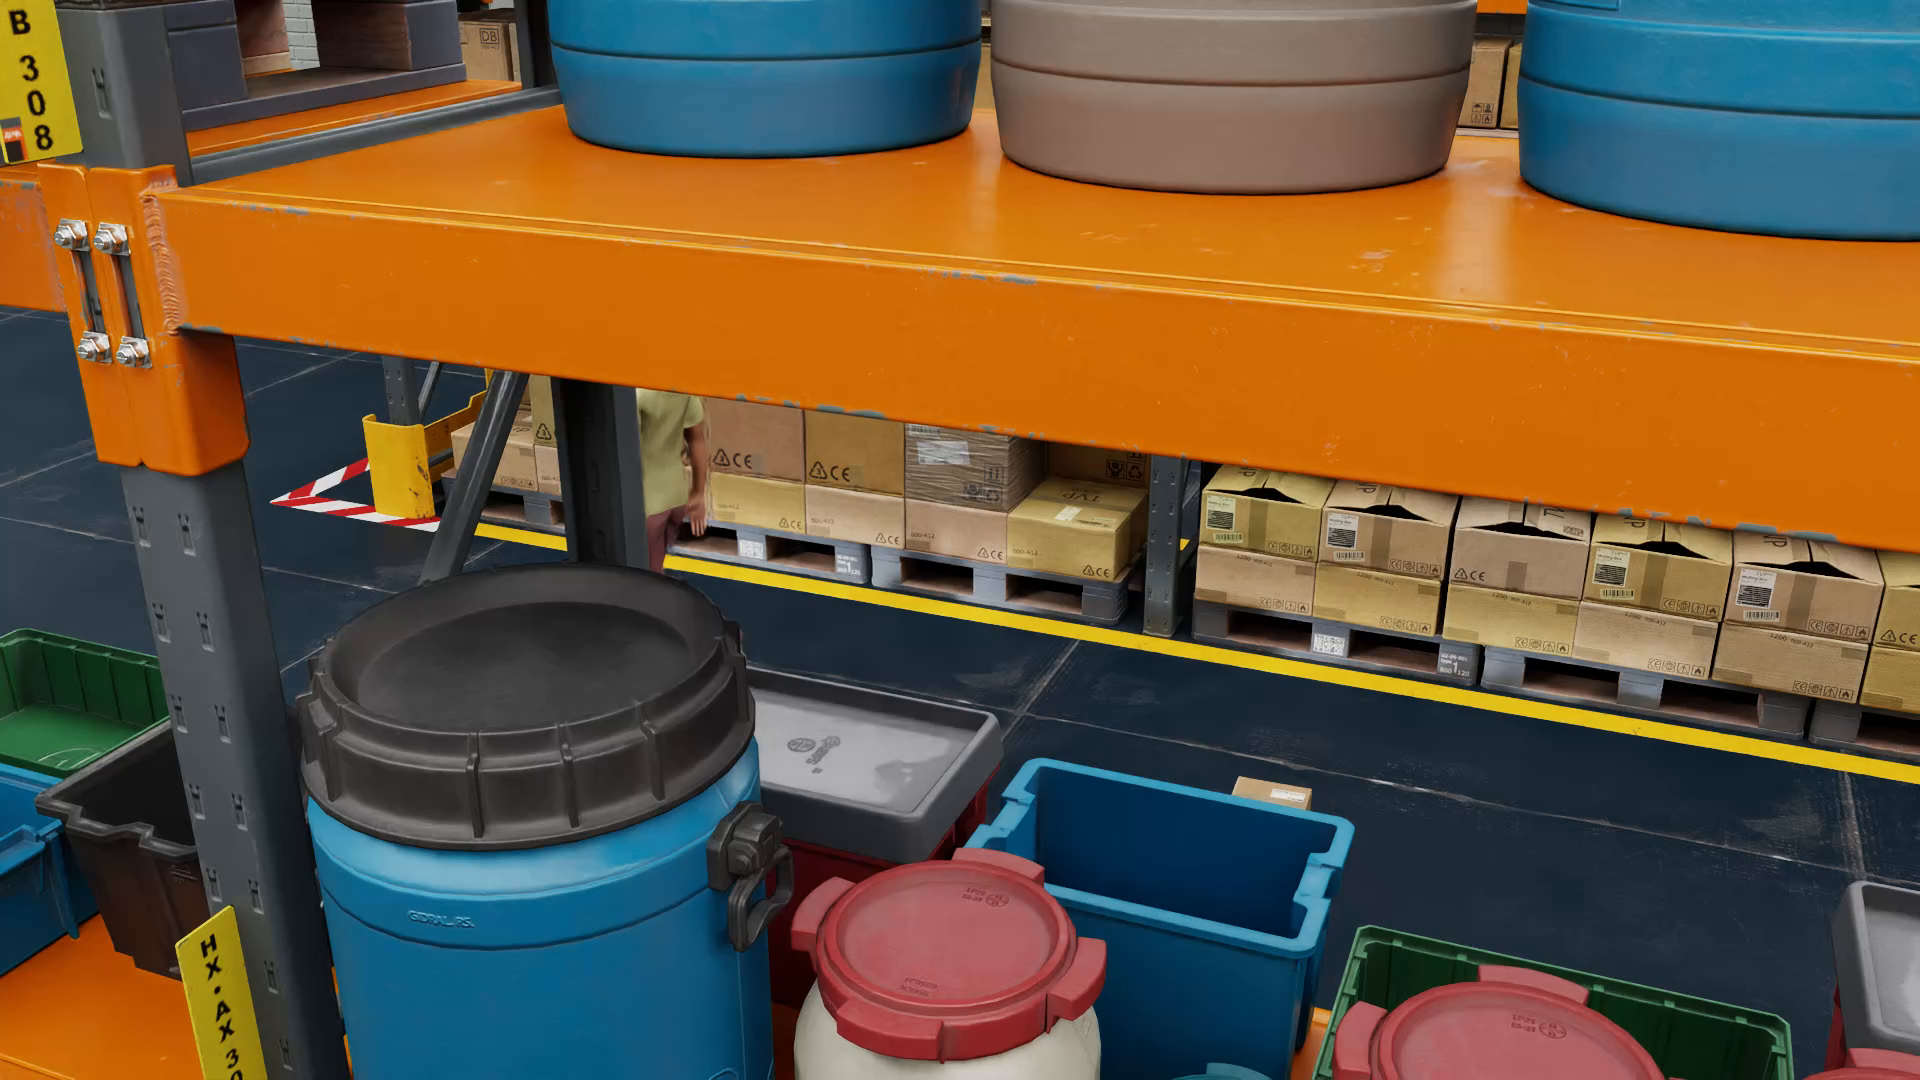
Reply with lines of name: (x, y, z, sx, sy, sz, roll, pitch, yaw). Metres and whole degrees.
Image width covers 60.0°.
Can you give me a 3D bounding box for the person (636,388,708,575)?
person: (-1.205, -0.107, 6.308, 0.467, 1.676, 0.448, 11, 25, 25)
